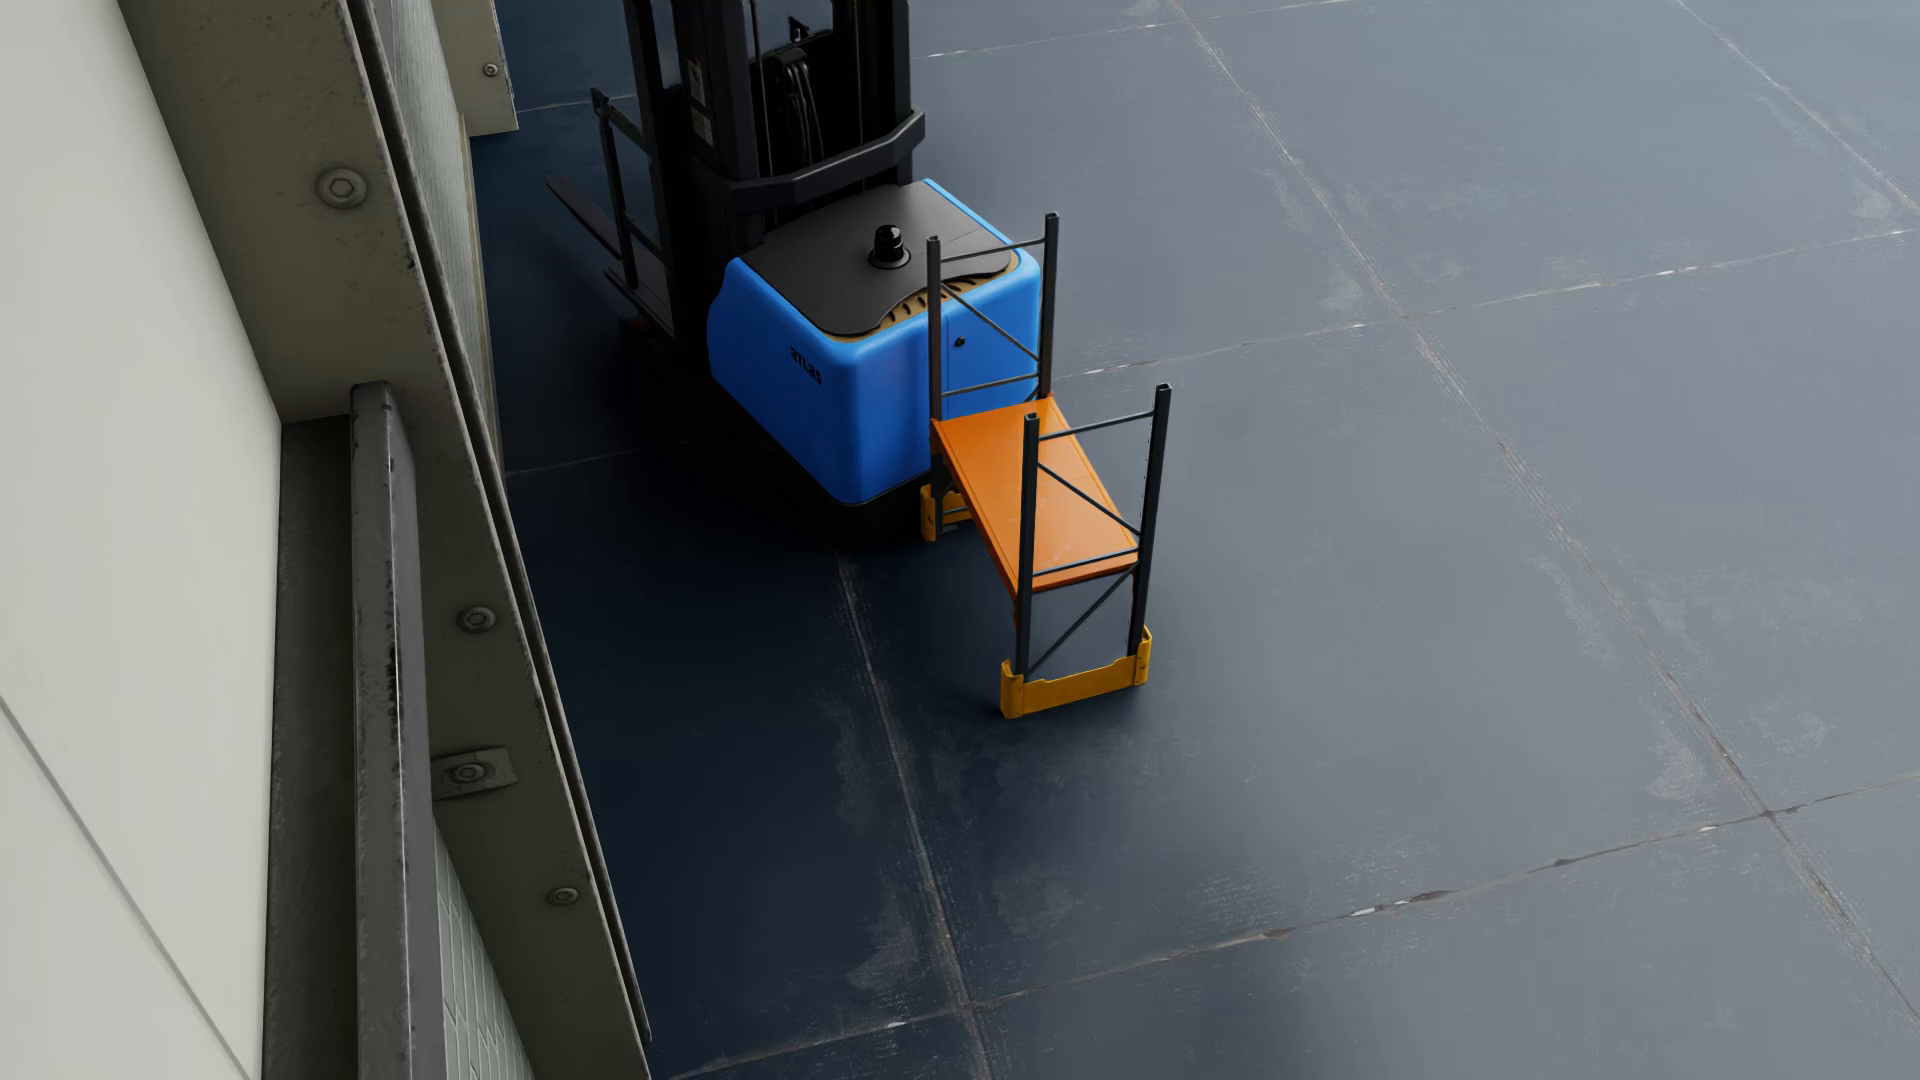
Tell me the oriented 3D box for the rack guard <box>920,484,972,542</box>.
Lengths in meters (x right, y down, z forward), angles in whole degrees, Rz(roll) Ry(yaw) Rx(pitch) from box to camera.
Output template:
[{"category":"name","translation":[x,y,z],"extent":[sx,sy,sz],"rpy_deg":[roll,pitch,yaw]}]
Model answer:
[{"category":"rack guard","translation":[0.121,-0.170,6.993],"extent":[0.587,0.250,0.087],"rpy_deg":[-14,47,-13]}]

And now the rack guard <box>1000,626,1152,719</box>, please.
[{"category":"rack guard","translation":[0.439,0.504,6.332],"extent":[0.587,0.250,0.087],"rpy_deg":[-14,47,-13]}]

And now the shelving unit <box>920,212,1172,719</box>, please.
[{"category":"shelving unit","translation":[0.280,-0.271,6.216],"extent":[0.587,1.500,1.083],"rpy_deg":[-14,47,-13]}]

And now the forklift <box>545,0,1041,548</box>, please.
[{"category":"forklift","translation":[-0.948,-2.003,6.911],"extent":[1.130,2.935,3.031],"rpy_deg":[-28,52,-25]}]

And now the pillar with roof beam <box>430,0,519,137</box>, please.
[{"category":"pillar with roof beam","translation":[1.512,-6.322,6.896],"extent":[9.100,9.000,0.400],"rpy_deg":[-11,47,-10]}]

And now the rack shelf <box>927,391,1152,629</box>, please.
[{"category":"rack shelf","translation":[0.283,-0.139,6.338],"extent":[0.538,0.185,1.000],"rpy_deg":[-14,47,-13]}]

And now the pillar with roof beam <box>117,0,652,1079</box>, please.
[{"category":"pillar with roof beam","translation":[3.048,-2.180,2.836],"extent":[9.100,9.000,0.400],"rpy_deg":[-11,47,-10]}]

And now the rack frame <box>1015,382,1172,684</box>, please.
[{"category":"rack frame","translation":[0.446,0.079,5.873],"extent":[0.500,1.500,0.032],"rpy_deg":[-14,47,-13]}]

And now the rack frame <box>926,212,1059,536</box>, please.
[{"category":"rack frame","translation":[0.121,-0.609,6.547],"extent":[0.500,1.500,0.032],"rpy_deg":[-14,47,-13]}]
